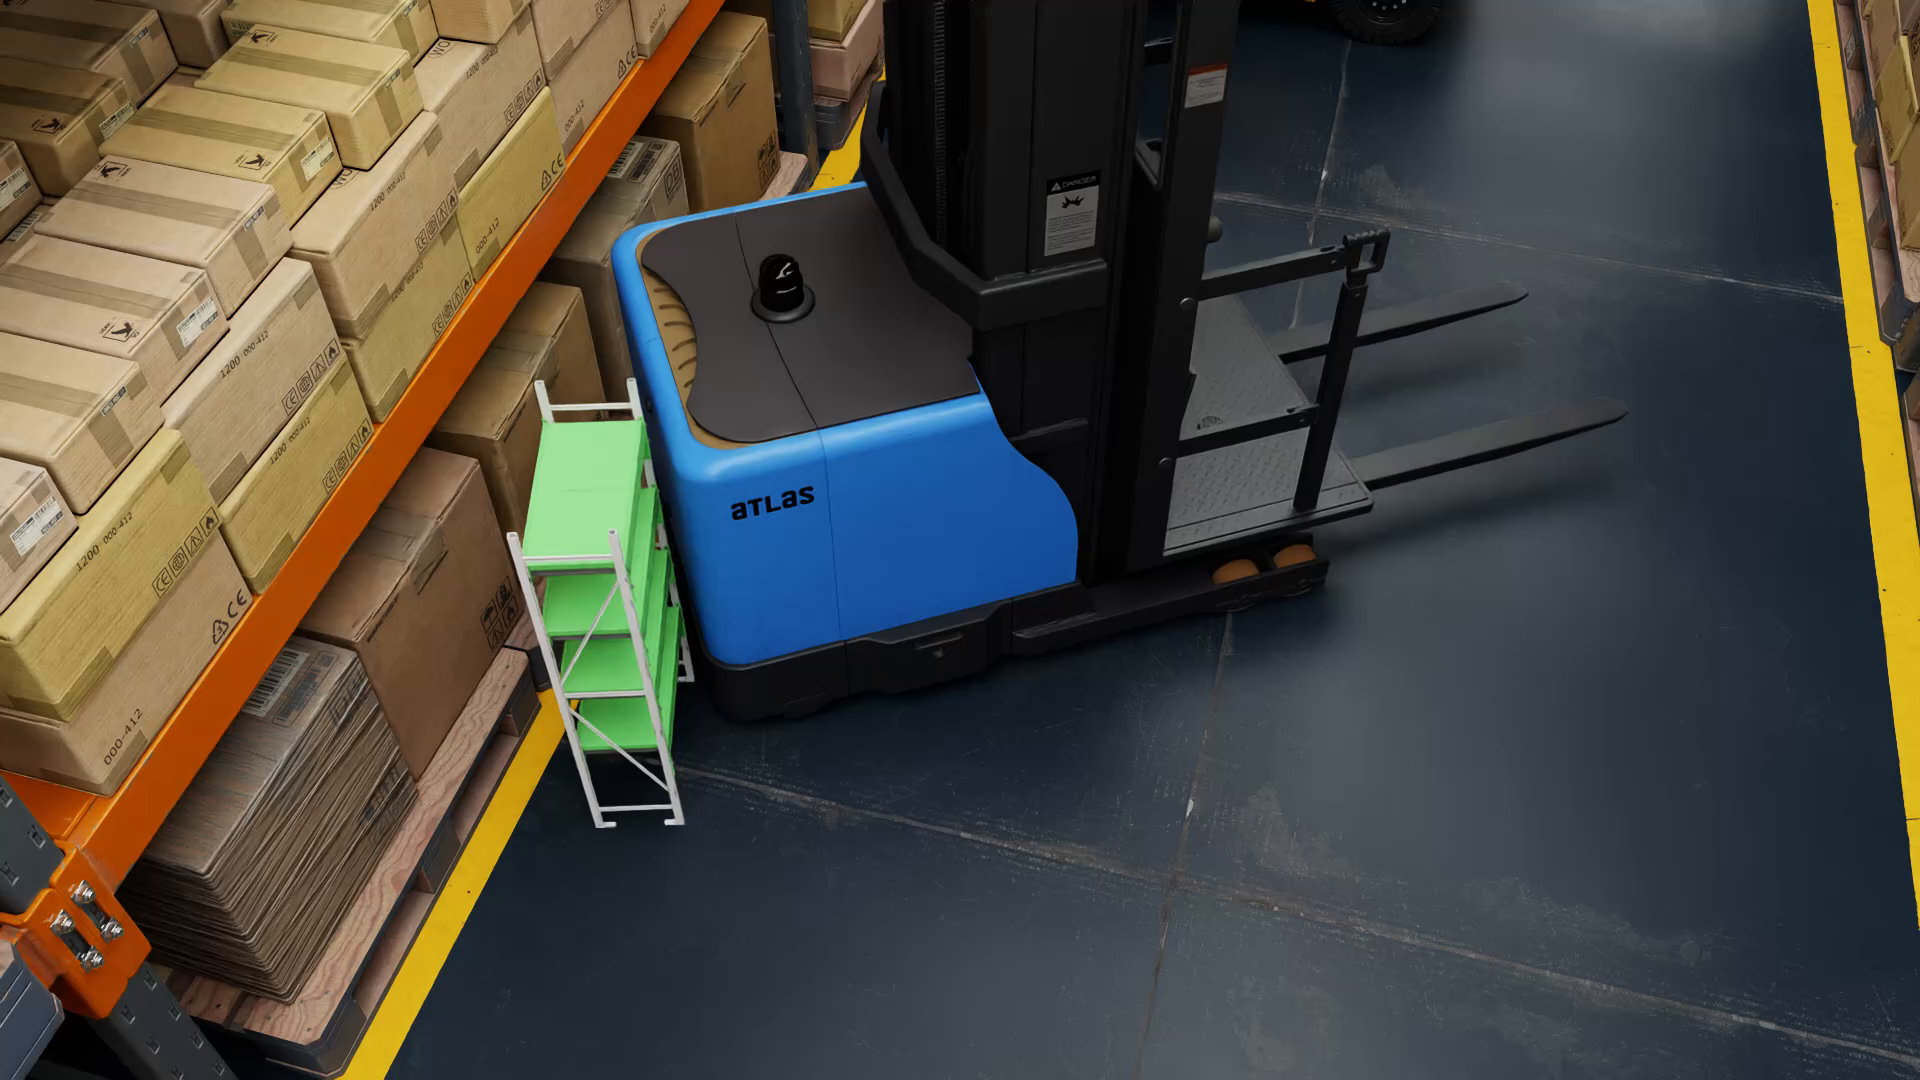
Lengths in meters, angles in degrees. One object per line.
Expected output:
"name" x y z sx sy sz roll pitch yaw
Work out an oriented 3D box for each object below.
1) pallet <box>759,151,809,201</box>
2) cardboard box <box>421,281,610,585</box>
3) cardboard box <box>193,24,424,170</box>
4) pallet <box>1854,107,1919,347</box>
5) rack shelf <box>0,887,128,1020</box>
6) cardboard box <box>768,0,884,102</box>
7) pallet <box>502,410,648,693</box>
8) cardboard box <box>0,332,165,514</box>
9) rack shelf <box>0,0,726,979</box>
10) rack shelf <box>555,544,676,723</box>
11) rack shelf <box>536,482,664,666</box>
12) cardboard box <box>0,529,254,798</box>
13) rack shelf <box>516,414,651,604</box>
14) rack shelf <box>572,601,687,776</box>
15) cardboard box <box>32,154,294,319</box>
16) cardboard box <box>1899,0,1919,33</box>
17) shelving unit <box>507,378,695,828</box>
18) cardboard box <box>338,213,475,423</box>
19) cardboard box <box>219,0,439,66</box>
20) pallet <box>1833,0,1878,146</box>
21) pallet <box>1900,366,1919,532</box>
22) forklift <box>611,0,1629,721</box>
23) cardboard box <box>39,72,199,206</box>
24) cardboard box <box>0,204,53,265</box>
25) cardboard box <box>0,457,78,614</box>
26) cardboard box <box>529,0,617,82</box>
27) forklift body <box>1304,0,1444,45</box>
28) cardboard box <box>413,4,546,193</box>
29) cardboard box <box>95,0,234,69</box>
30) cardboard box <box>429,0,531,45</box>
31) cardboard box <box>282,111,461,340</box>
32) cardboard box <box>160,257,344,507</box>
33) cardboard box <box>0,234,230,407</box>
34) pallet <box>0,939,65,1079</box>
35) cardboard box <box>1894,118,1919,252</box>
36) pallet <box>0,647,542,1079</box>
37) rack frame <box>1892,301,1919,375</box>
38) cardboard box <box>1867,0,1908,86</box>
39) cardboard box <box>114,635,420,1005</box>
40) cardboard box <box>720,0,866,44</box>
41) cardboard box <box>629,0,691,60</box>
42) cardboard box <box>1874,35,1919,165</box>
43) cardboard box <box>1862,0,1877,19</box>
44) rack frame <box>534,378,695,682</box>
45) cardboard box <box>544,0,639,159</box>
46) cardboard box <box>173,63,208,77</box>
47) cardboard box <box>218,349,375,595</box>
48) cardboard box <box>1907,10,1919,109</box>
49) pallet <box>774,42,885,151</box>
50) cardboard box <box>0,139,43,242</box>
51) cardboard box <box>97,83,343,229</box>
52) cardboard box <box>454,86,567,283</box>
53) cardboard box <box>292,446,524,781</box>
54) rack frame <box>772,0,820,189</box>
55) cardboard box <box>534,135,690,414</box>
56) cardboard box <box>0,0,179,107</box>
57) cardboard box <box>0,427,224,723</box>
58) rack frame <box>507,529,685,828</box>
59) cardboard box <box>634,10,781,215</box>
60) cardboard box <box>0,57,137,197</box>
"pallet" -1.205 -1.035 6.023 1.003 0.211 1.213 12 50 10
"cardboard box" -1.583 -0.368 4.878 0.875 0.625 0.625 10 49 8
"cardboard box" -1.404 -0.961 3.598 0.380 0.149 0.250 13 50 11
"pallet" 3.884 -1.092 6.073 1.003 0.211 1.213 12 50 10
"rack shelf" -2.628 2.079 1.894 1.077 0.370 4.000 12 50 10
"cardboard box" -0.602 -2.012 6.579 0.500 0.250 0.500 12 50 10
"pallet" -1.524 -0.150 5.242 1.003 0.211 1.213 12 50 10
"cardboard box" -1.664 -0.219 2.943 0.380 0.149 0.250 13 50 11
"rack shelf" -1.575 -0.814 4.448 1.077 0.370 4.000 12 50 10
"rack shelf" -0.888 0.242 4.321 0.258 0.148 0.480 -2 49 -2
"rack shelf" -0.888 0.083 4.141 0.258 0.148 0.480 -2 49 -2
"cardboard box" -1.749 0.171 3.198 0.500 0.250 0.500 12 50 10
"rack shelf" -0.888 -0.075 3.961 0.258 0.148 0.480 -2 49 -2
"rack shelf" -0.888 0.401 4.501 0.258 0.148 0.480 -2 49 -2
"cardboard box" -1.565 -0.601 3.281 0.380 0.149 0.250 12 50 10
"cardboard box" 3.903 -2.218 6.260 0.500 0.500 0.500 14 50 12
"shelving unit" -0.888 0.200 4.273 0.258 1.200 0.503 -2 49 -2
"cardboard box" -1.483 -0.565 3.848 0.500 0.250 0.500 10 49 9
"cardboard box" -1.429 -1.168 3.781 0.380 0.149 0.250 12 50 10
"pallet" 4.203 -1.977 6.854 1.003 0.211 1.213 12 50 10
"pallet" 3.537 -0.036 5.141 1.003 0.211 1.213 12 50 10
"forklift" 0.600 -1.117 4.281 3.031 2.935 1.130 -14 50 -12
"cardboard box" -1.984 -0.833 3.751 0.500 0.250 0.500 11 50 10
"cardboard box" -2.118 -0.471 3.432 0.500 0.250 0.500 12 50 10
"cardboard box" -1.733 -0.026 2.773 0.380 0.149 0.250 13 50 11
"cardboard box" -1.200 -1.467 4.310 0.500 0.250 0.500 12 50 11
"forklift body" 1.265 -3.380 6.798 2.313 2.155 1.214 12 50 10
"cardboard box" -1.351 -1.105 3.992 0.500 0.250 0.500 12 50 11
"cardboard box" -1.826 -1.243 3.847 0.380 0.149 0.250 13 50 11
"cardboard box" -1.227 -1.318 3.914 0.380 0.149 0.250 10 49 9
"cardboard box" -1.461 -0.731 3.661 0.500 0.250 0.500 10 49 9
"cardboard box" -1.616 -0.356 3.330 0.500 0.250 0.500 13 50 11
"cardboard box" -1.622 -0.410 3.112 0.380 0.149 0.250 13 50 11
"pallet" -2.212 0.962 2.528 1.213 0.211 1.003 12 50 10
"cardboard box" 3.637 -1.232 5.890 0.500 0.250 0.500 14 50 12
"pallet" -1.847 0.730 4.465 1.003 0.211 1.213 12 50 10
"rack frame" 3.741 -1.522 4.593 1.000 3.000 0.127 12 50 10
"cardboard box" 3.906 -1.986 6.556 0.500 0.250 0.500 12 50 11
"cardboard box" -1.924 0.593 4.030 0.875 0.625 0.625 13 50 11
"cardboard box" -0.624 -2.182 6.396 0.500 0.250 0.500 11 50 10
"cardboard box" -1.056 -1.668 4.822 0.500 0.250 0.500 11 50 10
"cardboard box" 3.768 -1.619 6.232 0.500 0.250 0.500 10 49 9
"cardboard box" 4.042 -2.350 6.878 0.500 0.250 0.500 15 50 13
"rack frame" -0.899 0.017 4.434 0.240 1.200 0.015 -2 49 -2
"cardboard box" -1.216 -1.315 4.510 0.500 0.250 0.500 12 50 10
"cardboard box" -1.844 -1.195 4.071 0.500 0.250 0.500 11 49 9
"cardboard box" -1.612 -0.191 3.518 0.500 0.250 0.500 11 49 9
"cardboard box" 3.770 -1.848 5.934 0.500 0.500 0.500 12 50 11
"pallet" -0.799 -2.143 7.000 1.003 0.211 1.213 12 50 10
"cardboard box" -2.126 -0.706 3.373 0.380 0.149 0.250 11 49 9
"cardboard box" -1.528 -0.789 3.446 0.380 0.149 0.250 12 50 10
"cardboard box" -1.345 -0.940 4.179 0.500 0.250 0.500 13 50 11
"cardboard box" -1.760 0.119 4.448 0.875 0.625 0.625 13 50 11
"rack frame" -1.049 -2.499 5.455 1.000 3.000 0.127 12 50 10
"cardboard box" -1.387 -0.912 5.358 0.875 0.625 0.625 11 50 10
"cardboard box" -1.997 -1.077 3.701 0.380 0.149 0.250 11 49 9
"cardboard box" -1.725 0.011 3.006 0.500 0.250 0.500 12 50 10
"rack frame" -0.877 0.383 4.112 0.240 1.200 0.015 -2 49 -2
"cardboard box" -1.175 -1.472 5.852 0.875 0.625 0.625 14 50 12
"cardboard box" -1.982 -0.880 3.527 0.380 0.149 0.250 11 50 10
